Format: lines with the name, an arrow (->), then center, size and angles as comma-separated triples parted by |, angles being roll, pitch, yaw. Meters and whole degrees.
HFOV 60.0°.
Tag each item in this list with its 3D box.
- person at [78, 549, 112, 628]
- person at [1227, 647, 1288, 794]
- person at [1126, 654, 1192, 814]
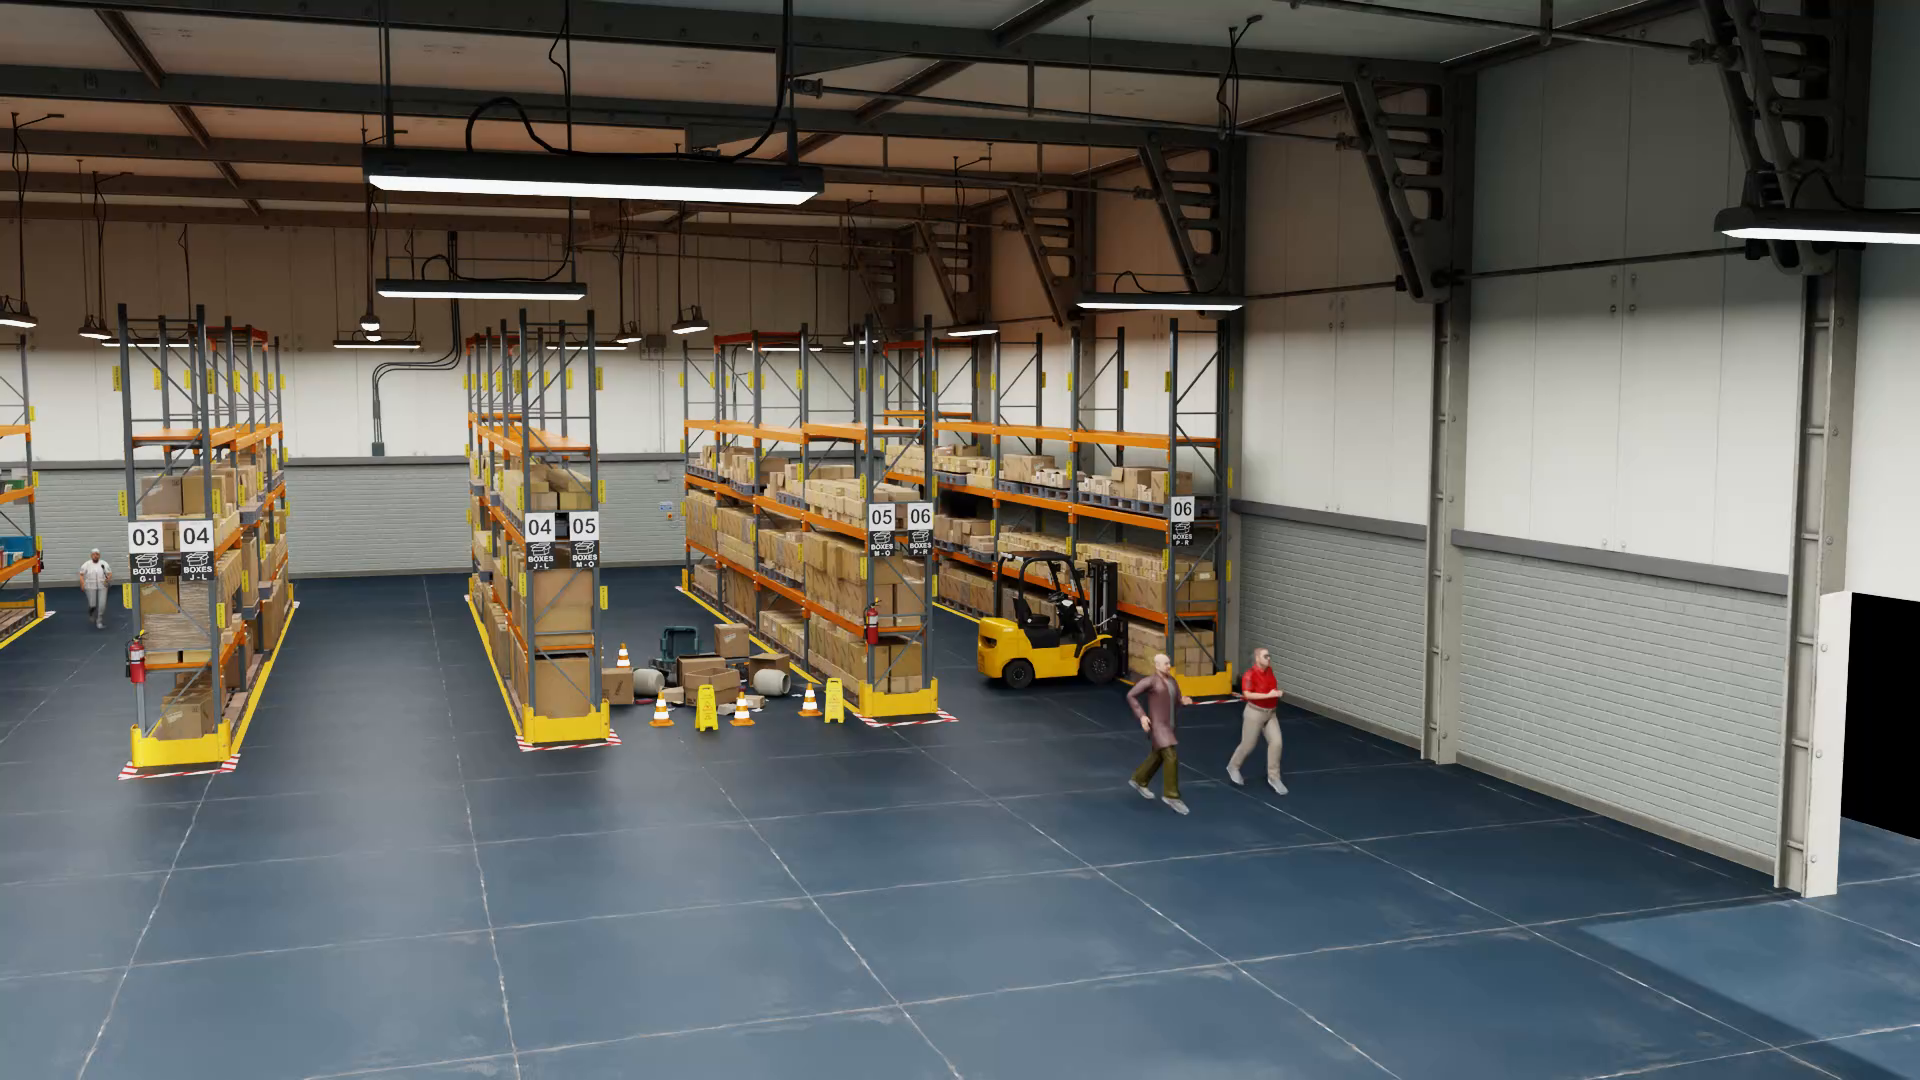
person -> -17.585, 0.997, 33.866 | 0.608, 1.612, 0.546 | -3, 6, -32
person -> 3.657, 2.202, 20.448 | 0.664, 1.793, 0.847 | -4, 7, -37
person -> 2.359, 2.247, 19.602 | 0.927, 1.828, 0.682 | 4, 7, 38
